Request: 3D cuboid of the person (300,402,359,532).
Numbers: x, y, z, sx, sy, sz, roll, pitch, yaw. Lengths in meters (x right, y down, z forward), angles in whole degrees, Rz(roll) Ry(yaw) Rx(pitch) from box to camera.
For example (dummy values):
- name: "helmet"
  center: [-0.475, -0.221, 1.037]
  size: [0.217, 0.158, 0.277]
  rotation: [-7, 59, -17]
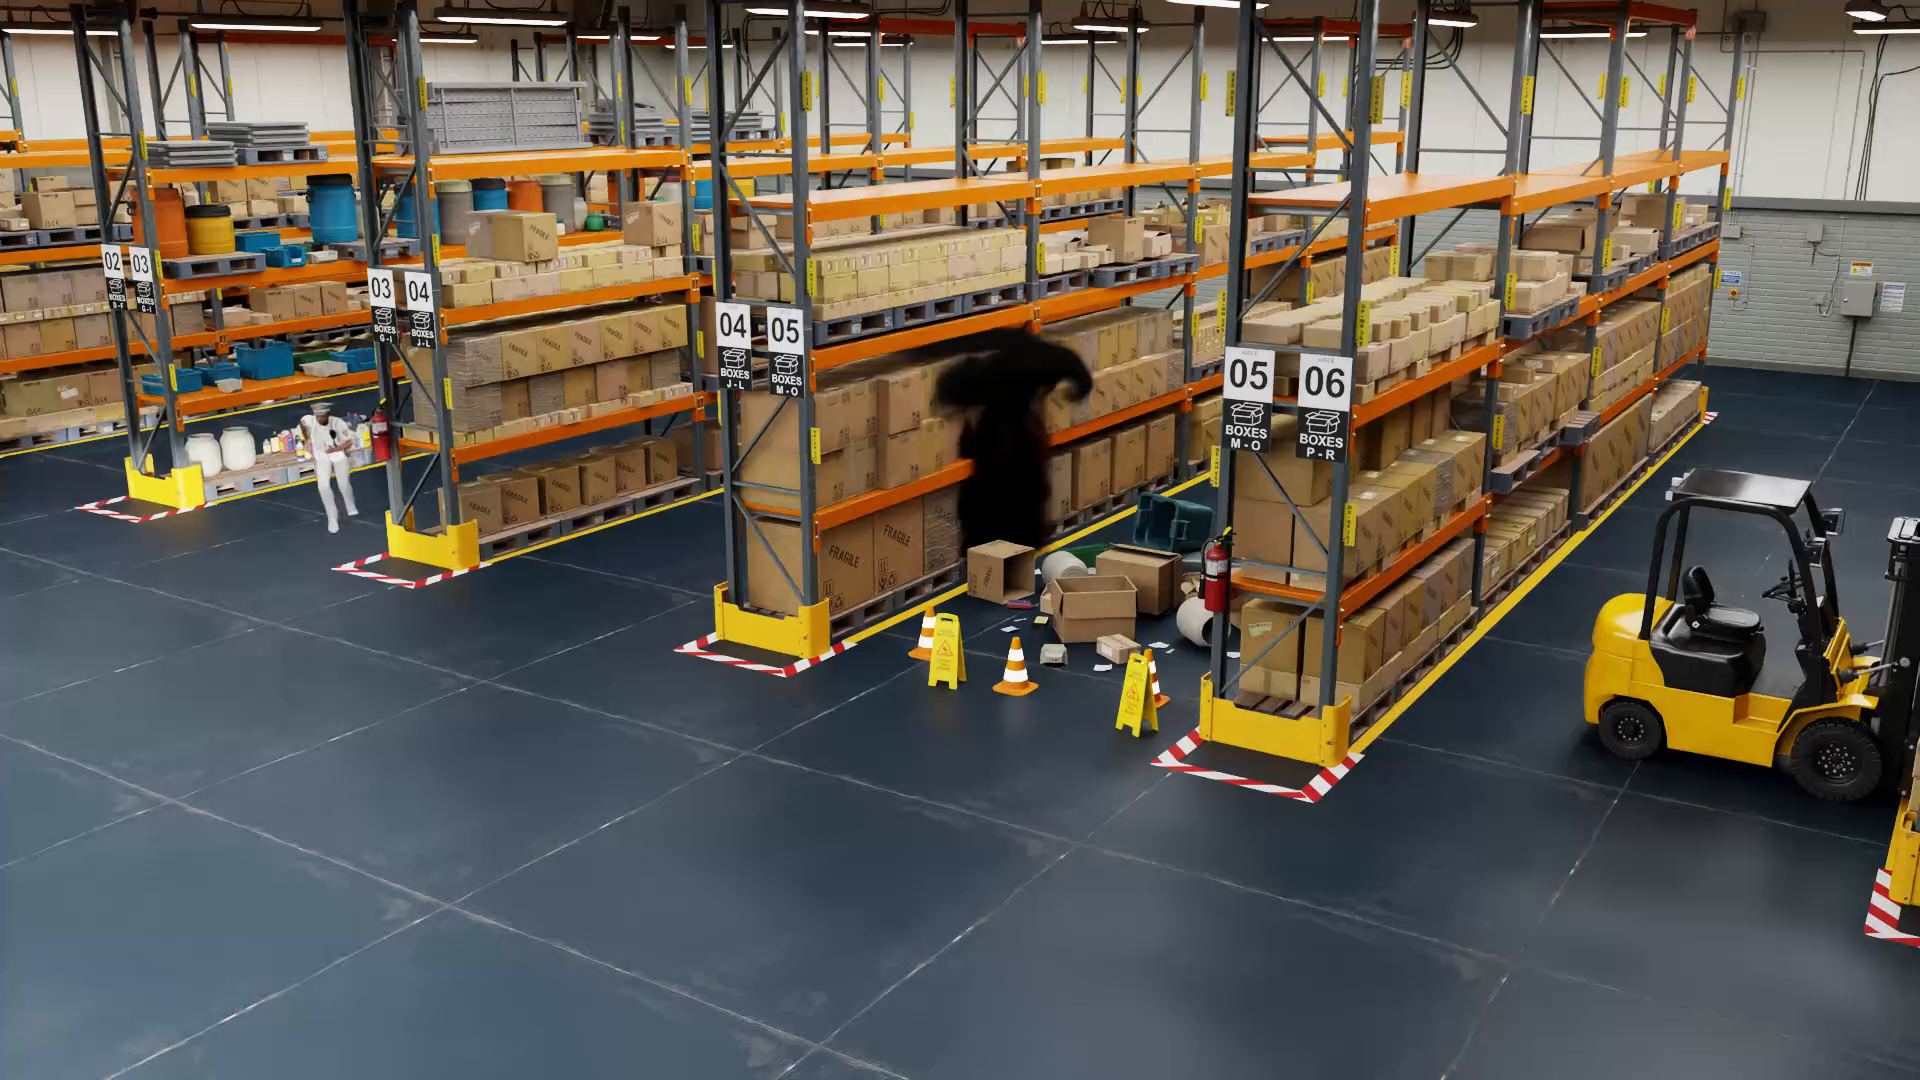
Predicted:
- name: "person"
  center: [-7.427, -0.901, 19.668]
  size: [0.623, 1.607, 0.954]
  rotation: [-1, 16, -5]

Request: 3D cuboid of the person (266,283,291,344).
- name: "person"
  center: [-12.173, -3.792, 29.798]
  size: [0.496, 1.626, 0.825]
  rotation: [11, 19, 35]

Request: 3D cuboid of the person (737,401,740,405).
- name: "person"
  center: [-3.443, -3.076, 27.125]
  size: [0.565, 1.645, 0.946]
  rotation: [6, 17, 21]

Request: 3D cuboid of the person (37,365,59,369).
- name: "person"
  center: [-14.244, -2.720, 25.998]
  size: [0.609, 1.641, 0.717]
  rotation: [6, 17, 22]
